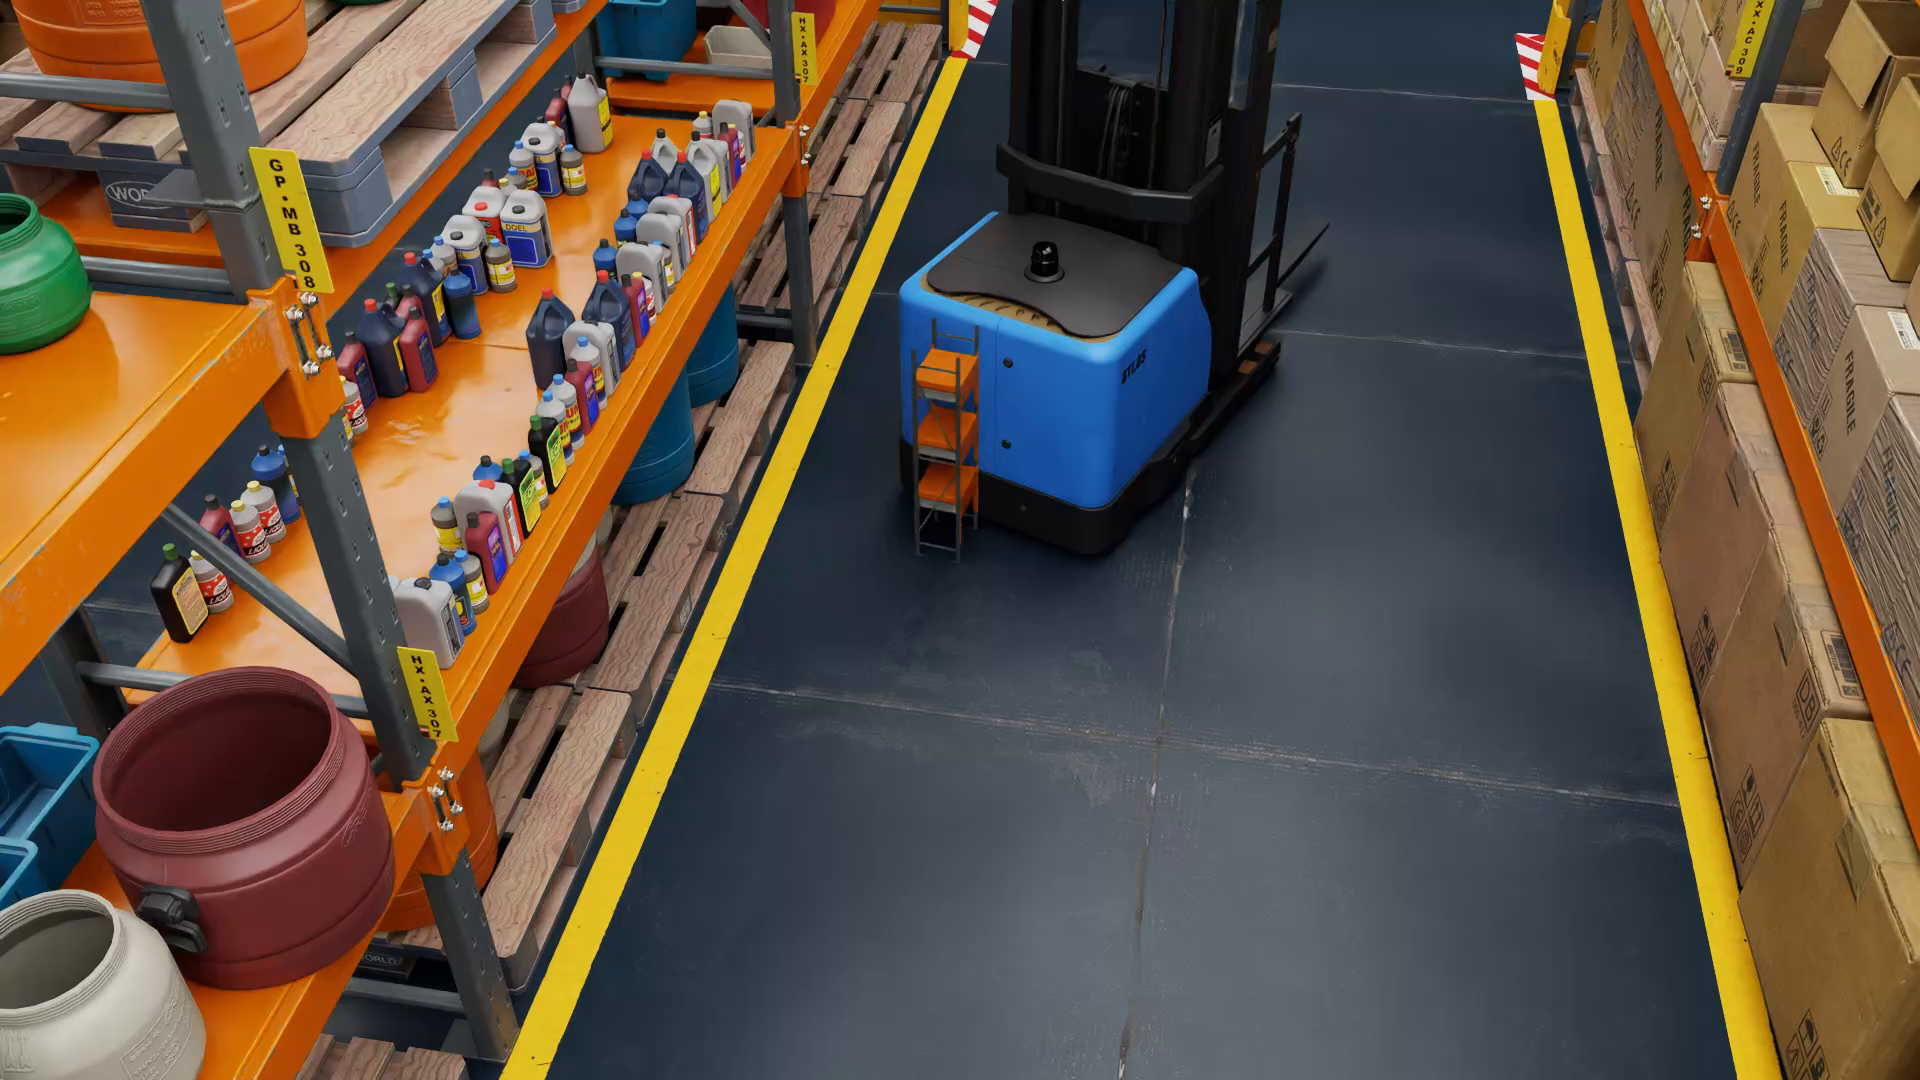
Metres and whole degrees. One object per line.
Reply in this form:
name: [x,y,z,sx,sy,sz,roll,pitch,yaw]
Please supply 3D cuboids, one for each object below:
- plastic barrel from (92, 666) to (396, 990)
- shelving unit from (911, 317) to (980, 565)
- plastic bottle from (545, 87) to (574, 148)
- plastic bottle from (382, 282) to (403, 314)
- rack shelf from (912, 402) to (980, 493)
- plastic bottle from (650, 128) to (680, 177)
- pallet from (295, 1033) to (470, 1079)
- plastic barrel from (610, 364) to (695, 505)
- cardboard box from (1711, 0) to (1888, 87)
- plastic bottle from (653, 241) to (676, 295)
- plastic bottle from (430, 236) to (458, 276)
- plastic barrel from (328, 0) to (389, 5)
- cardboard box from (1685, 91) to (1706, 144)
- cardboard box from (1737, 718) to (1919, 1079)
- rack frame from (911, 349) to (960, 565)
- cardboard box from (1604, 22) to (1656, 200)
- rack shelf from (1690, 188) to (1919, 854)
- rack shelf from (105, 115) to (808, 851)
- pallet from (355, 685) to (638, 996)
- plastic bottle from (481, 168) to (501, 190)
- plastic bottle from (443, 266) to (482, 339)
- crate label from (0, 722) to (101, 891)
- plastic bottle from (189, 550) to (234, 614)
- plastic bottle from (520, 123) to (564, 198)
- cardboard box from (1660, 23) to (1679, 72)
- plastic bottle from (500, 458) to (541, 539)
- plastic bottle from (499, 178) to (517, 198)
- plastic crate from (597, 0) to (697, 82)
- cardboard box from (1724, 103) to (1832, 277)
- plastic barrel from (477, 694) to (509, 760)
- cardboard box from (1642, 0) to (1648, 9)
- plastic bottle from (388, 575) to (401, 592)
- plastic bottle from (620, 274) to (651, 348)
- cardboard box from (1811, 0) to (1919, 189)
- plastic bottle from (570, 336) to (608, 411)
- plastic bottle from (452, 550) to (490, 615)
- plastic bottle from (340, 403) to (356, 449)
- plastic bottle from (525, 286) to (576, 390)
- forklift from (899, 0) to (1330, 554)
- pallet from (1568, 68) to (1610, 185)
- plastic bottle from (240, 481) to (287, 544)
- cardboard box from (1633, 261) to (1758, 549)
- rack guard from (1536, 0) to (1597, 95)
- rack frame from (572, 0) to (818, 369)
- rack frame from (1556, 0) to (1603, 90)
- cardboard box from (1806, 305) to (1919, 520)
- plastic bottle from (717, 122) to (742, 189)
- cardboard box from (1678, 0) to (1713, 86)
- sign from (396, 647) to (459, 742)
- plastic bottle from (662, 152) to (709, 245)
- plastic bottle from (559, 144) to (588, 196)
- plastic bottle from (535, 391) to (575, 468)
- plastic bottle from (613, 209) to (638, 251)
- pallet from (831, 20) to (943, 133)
plastic barrel: [-1.695,0.679,3.968,0.600,0.536,0.708,6,40,8]
shelving unit: [-0.057,-0.395,6.904,0.215,1.050,0.252,12,41,14]
plastic bottle: [-1.728,-1.791,7.154,0.061,0.283,0.133,6,40,8]
plastic bottle: [-2.010,-0.766,5.914,0.061,0.283,0.133,6,40,8]
rack shelf: [-0.057,-0.387,6.911,0.215,0.259,0.240,12,41,14]
plastic bottle: [-1.200,-1.487,6.733,0.144,0.351,0.185,6,40,8]
pallet: [-2.085,1.964,4.709,1.003,0.211,1.213,6,40,8]
plastic barrel: [-1.454,-0.672,7.026,0.600,0.901,0.708,6,40,8]
cardboard box: [3.474,-2.221,6.878,0.500,0.500,0.500,7,40,9]
plastic bottle: [-1.138,-1.038,6.307,0.097,0.201,0.097,0,40,0]
plastic bottle: [-1.924,-1.009,6.217,0.097,0.271,0.097,0,40,0]
plastic barrel: [-1.503,-1.491,4.137,0.294,0.245,0.294,0,40,0]
cardboard box: [3.432,-1.850,7.330,0.380,0.149,0.250,7,40,9]
cardboard box: [3.105,1.179,4.807,1.225,0.875,0.875,5,40,6]
rack frame: [-0.095,-0.321,6.815,0.200,1.050,0.008,12,41,14]
cardboard box: [4.160,-2.429,9.172,0.875,0.875,0.875,6,40,8]
rack shelf: [3.311,-0.025,5.490,1.077,0.370,4.000,6,40,8]
rack shelf: [-1.567,-0.571,6.151,1.077,0.370,4.000,6,40,8]
pallet: [-1.818,0.982,5.896,1.003,0.211,1.213,6,40,8]
plastic bottle: [-1.858,-1.318,6.581,0.061,0.283,0.133,6,40,8]
plastic bottle: [-1.815,-0.871,6.050,0.097,0.271,0.097,0,40,0]
crate label: [-2.355,0.695,4.187,0.303,0.233,0.416,6,40,8]
plastic bottle: [-2.225,0.112,4.916,0.097,0.201,0.097,0,40,0]
plastic bottle: [-1.740,-1.577,6.901,0.152,0.276,0.135,6,40,8]
cardboard box: [3.565,-2.334,7.916,0.380,0.149,0.250,7,40,9]
plastic bottle: [-1.372,-0.153,5.173,0.061,0.283,0.133,6,40,8]
plastic bottle: [-1.820,-1.357,6.693,0.097,0.201,0.097,0,40,0]
plastic crate: [-1.476,-2.451,7.826,0.392,0.384,0.575,6,40,8]
cardboard box: [3.332,-1.334,6.432,0.500,0.500,0.500,7,40,8]
plastic barrel: [-1.836,0.531,5.877,0.421,0.512,0.421,0,40,0]
cardboard box: [3.698,-2.819,8.502,0.380,0.149,0.250,5,40,7]
plastic bottle: [-1.670,0.202,4.749,0.152,0.276,0.135,6,40,8]
plastic bottle: [-1.180,-0.849,6.015,0.061,0.283,0.133,6,40,8]
cardboard box: [3.555,-1.580,5.942,0.797,0.503,0.637,5,40,7]
plastic bottle: [-1.273,-0.574,5.691,0.097,0.271,0.097,0,40,0]
plastic bottle: [-1.456,0.117,4.910,0.097,0.201,0.097,0,40,0]
plastic bottle: [-2.084,-0.399,5.534,0.097,0.201,0.097,0,40,0]
plastic bottle: [-1.421,-0.712,5.796,0.144,0.351,0.185,6,40,8]
forklift: [0.928,-1.984,7.350,1.130,2.935,3.031,21,44,24]
pallet: [4.288,-2.482,10.087,1.003,0.211,1.213,6,40,8]
plastic bottle: [-2.169,-0.094,5.165,0.097,0.201,0.097,0,40,0]
cardboard box: [3.566,-0.496,6.834,1.225,0.875,0.875,7,40,8]
rack guard: [4.354,-3.119,10.630,1.175,0.500,0.348,6,40,8]
rack frame: [-1.221,-2.103,7.440,1.000,3.000,0.127,6,40,8]
rack frame: [4.350,-4.067,9.816,1.000,3.000,0.127,6,40,8]
cardboard box: [3.074,-0.380,5.277,0.500,0.500,0.500,7,40,9]
plastic bottle: [-0.966,-1.625,6.953,0.061,0.283,0.133,6,40,8]
cardboard box: [3.562,-2.245,7.496,0.500,0.250,0.500,8,40,9]
sign: [-1.370,0.400,4.283,0.100,0.325,0.005,6,40,8]
plastic bottle: [-1.090,-1.355,6.574,0.144,0.351,0.185,6,40,8]
plastic bottle: [-1.613,-1.546,6.922,0.097,0.201,0.097,0,40,0]
plastic bottle: [-1.330,-0.368,5.442,0.097,0.271,0.097,0,40,0]
plastic bottle: [-1.271,-1.142,6.379,0.097,0.271,0.097,0,40,0]
pallet: [-0.710,-3.026,10.744,1.003,0.211,1.213,6,40,8]
